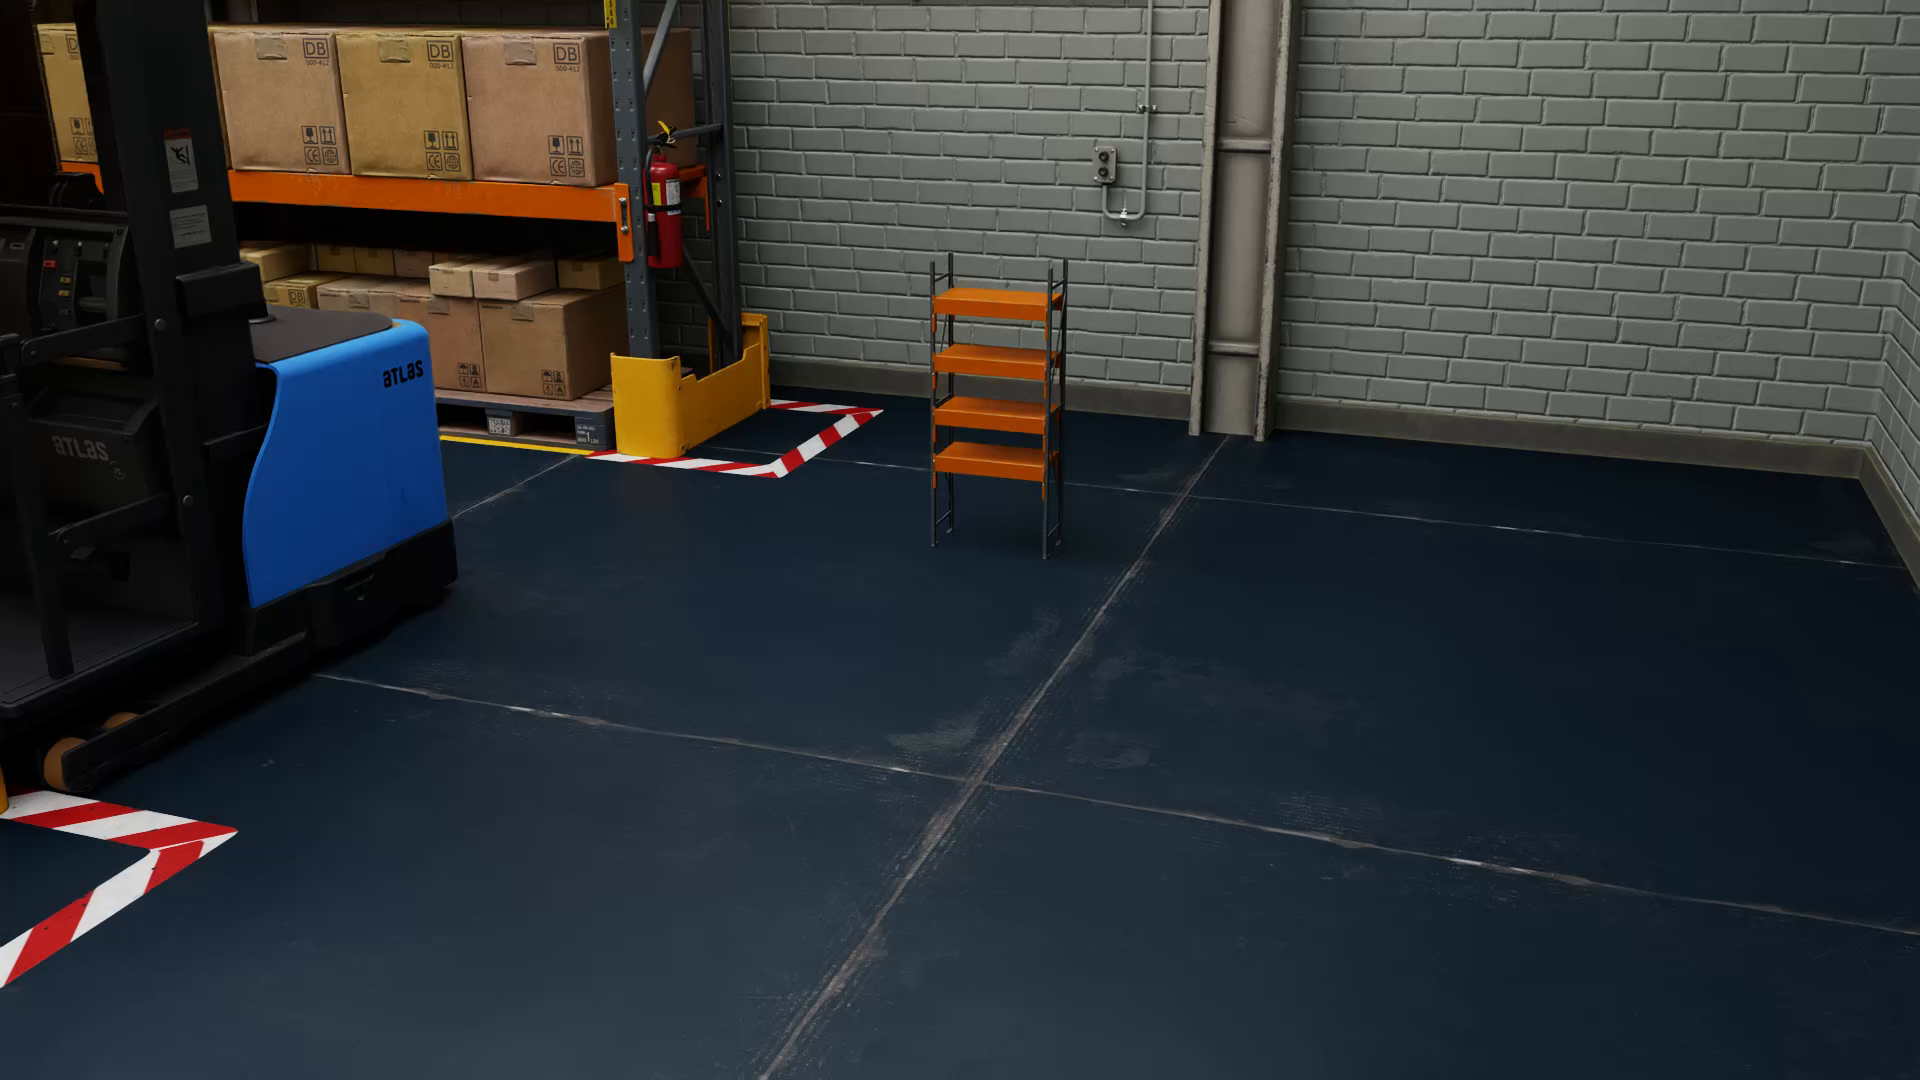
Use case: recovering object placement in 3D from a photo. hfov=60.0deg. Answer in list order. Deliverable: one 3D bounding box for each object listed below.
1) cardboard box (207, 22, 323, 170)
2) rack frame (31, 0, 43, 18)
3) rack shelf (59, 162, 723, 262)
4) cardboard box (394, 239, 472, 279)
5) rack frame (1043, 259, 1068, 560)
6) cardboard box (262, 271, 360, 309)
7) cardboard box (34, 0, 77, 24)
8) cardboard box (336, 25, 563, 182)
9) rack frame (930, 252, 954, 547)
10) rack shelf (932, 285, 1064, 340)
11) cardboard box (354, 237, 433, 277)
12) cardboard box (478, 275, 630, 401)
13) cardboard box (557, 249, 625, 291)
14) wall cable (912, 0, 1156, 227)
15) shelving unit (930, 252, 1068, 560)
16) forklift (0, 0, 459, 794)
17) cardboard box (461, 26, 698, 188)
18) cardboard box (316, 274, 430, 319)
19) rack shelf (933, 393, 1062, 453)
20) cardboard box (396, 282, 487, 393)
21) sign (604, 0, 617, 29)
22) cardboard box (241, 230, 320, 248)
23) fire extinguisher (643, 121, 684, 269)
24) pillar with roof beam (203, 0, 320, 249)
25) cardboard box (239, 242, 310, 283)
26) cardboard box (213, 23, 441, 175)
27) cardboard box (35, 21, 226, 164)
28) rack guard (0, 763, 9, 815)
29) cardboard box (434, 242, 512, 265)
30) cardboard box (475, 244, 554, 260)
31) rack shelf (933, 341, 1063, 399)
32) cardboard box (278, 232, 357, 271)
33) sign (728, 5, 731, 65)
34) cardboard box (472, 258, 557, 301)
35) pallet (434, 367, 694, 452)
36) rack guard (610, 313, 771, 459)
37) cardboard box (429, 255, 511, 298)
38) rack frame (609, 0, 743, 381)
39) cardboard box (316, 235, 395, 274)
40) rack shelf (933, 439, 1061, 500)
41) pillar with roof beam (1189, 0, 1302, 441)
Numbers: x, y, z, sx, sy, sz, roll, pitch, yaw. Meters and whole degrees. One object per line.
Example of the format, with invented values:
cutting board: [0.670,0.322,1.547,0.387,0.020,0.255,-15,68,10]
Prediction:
cardboard box: [-3.992,-2.443,9.071,0.700,0.700,0.980,6,20,17]
rack frame: [-5.186,-2.445,9.534,0.127,3.000,1.000,7,20,18]
rack shelf: [-3.297,-1.890,9.033,4.000,0.370,1.077,7,20,18]
cardboard box: [-2.874,-1.540,9.110,0.250,0.149,0.380,7,20,19]
rack frame: [0.387,-0.522,6.752,0.015,1.200,0.240,7,20,18]
cardboard box: [-3.556,-1.239,9.234,0.500,0.500,0.700,7,20,19]
cardboard box: [-5.535,-3.127,9.717,0.500,0.250,0.500,7,20,20]
cardboard box: [-2.584,-2.282,8.610,0.700,0.700,0.980,6,20,18]
rack frame: [-0.074,-0.575,6.903,0.015,1.200,0.240,7,20,18]
rack shelf: [0.156,-0.920,6.698,0.480,0.148,0.258,7,20,18]
cardboard box: [-3.116,-1.567,9.189,0.250,0.149,0.380,7,20,19]
cardboard box: [-2.102,-1.076,8.765,0.500,0.500,0.700,7,20,18]
cardboard box: [-1.918,-1.431,8.798,0.250,0.149,0.380,7,20,18]
wall cable: [0.112,-2.649,8.574,1.851,1.984,0.084,7,20,18]
shelving unit: [0.156,-0.549,6.827,0.503,1.200,0.258,7,20,18]
forklift: [-2.972,-0.790,4.890,1.130,2.935,3.031,8,21,21]
cardboard box: [-1.893,-2.207,8.394,0.700,0.700,0.980,7,21,21]
cardboard box: [-3.050,-1.184,9.075,0.500,0.500,0.700,6,20,16]
rack shelf: [0.156,-0.485,6.850,0.480,0.148,0.258,7,20,18]
cardboard box: [-2.575,-1.130,8.920,0.500,0.500,0.700,6,20,18]
sign: [-1.599,-2.505,7.585,0.005,0.325,0.100,7,20,18]
cardboard box: [-3.838,-1.650,9.426,0.250,0.149,0.380,6,20,16]
fire extinguisher: [-1.417,-1.641,7.910,0.183,0.674,0.296,7,20,18]
pillar with roof beam: [-5.654,-4.133,5.261,0.400,9.000,9.100,7,20,18]
cardboard box: [-3.757,-1.507,9.016,0.250,0.149,0.380,6,20,17]
cardboard box: [-3.301,-2.367,8.854,0.700,0.700,0.980,6,20,15]
cardboard box: [-4.679,-2.523,9.302,0.700,0.700,0.980,7,20,19]
rack guard: [-3.102,0.700,4.310,0.348,0.500,1.175,7,20,18]
cardboard box: [-2.633,-1.512,9.032,0.250,0.149,0.380,7,20,19]
cardboard box: [-2.397,-1.485,8.954,0.250,0.149,0.380,7,20,18]
rack shelf: [0.156,-0.696,6.776,0.480,0.148,0.258,7,20,18]
cardboard box: [-3.600,-1.622,9.347,0.250,0.149,0.380,7,20,19]
sign: [-1.220,-2.631,8.632,0.005,0.325,0.100,7,20,18]
cardboard box: [-2.283,-1.339,8.535,0.250,0.149,0.380,6,20,17]
pallet: [-2.189,-0.758,8.932,1.213,0.211,1.003,7,20,18]
rack guard: [-1.385,-0.830,8.699,0.348,0.500,1.175,7,20,18]
cardboard box: [-2.525,-1.367,8.614,0.250,0.149,0.380,7,20,20]
rack frame: [-1.408,-2.013,8.295,0.127,3.000,1.000,7,20,18]
cardboard box: [-3.355,-1.595,9.268,0.250,0.149,0.380,6,20,17]
rack shelf: [0.156,-0.298,6.915,0.480,0.148,0.258,7,20,18]
pillar with roof beam: [0.014,-3.485,3.402,0.400,9.000,9.100,7,20,18]
